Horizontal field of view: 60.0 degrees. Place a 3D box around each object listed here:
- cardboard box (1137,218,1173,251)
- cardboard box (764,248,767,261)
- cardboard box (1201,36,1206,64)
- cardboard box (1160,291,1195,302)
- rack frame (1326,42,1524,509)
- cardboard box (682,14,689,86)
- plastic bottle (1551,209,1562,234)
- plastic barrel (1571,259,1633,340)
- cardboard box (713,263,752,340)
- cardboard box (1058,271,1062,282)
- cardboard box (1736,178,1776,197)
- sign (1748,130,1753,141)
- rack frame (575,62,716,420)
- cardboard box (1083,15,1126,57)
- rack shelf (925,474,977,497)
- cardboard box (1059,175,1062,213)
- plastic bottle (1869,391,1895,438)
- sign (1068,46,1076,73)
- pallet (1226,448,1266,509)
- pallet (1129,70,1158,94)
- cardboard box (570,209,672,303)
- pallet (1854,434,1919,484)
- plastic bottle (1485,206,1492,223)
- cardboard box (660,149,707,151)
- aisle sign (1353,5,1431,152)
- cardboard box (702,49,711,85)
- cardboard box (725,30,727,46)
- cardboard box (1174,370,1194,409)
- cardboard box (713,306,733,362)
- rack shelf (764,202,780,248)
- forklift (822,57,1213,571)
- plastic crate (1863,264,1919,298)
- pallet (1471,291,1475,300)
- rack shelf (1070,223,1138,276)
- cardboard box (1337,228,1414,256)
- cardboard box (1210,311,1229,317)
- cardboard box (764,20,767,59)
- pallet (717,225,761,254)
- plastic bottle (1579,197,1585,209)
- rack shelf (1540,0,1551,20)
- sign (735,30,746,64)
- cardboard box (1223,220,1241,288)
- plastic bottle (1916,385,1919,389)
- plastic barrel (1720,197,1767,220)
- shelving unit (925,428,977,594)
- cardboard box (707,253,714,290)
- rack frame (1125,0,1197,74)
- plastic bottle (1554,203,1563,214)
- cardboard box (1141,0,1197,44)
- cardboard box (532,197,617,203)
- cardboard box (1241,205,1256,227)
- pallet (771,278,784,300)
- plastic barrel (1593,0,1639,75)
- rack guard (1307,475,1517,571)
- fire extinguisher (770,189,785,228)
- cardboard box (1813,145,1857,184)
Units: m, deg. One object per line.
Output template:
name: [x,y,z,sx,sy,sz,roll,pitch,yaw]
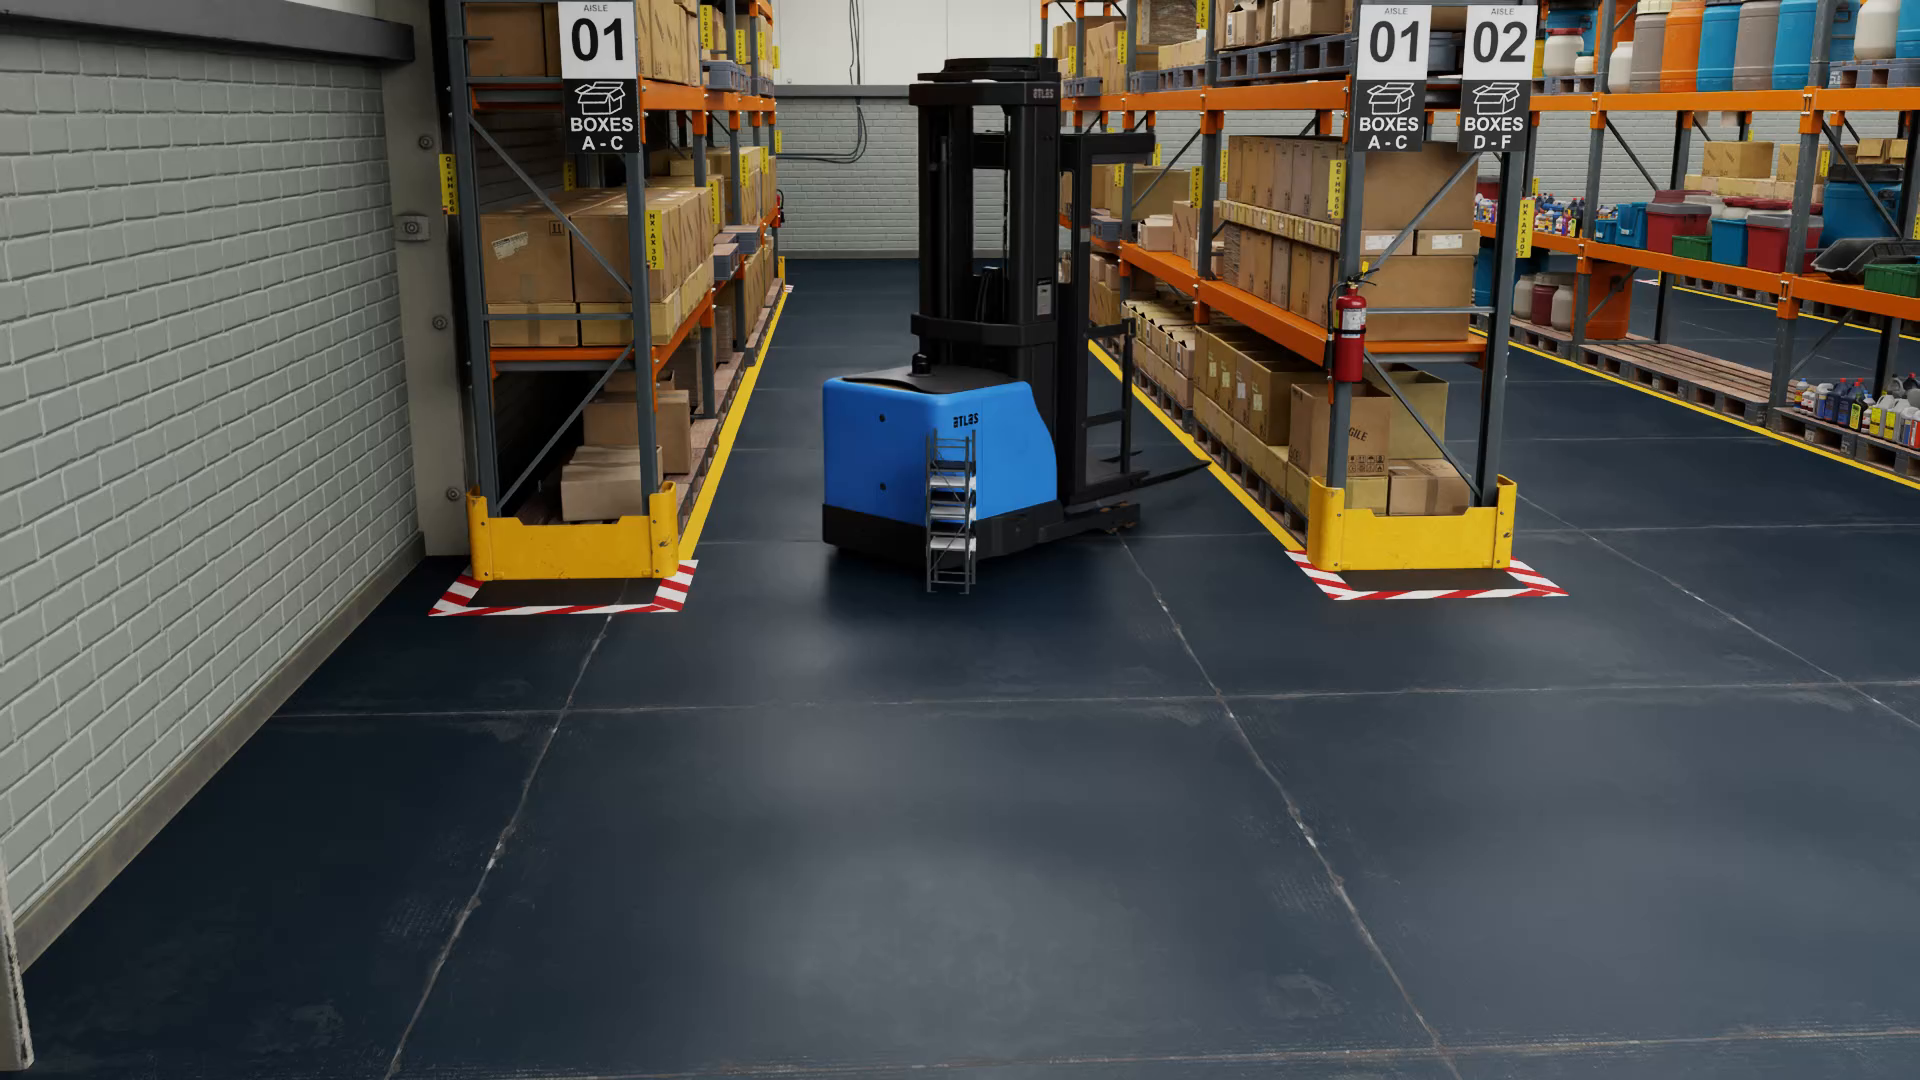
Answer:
cardboard box: [2.058,-3.047,16.528,0.500,0.311,0.500,-1,14,-4]
cardboard box: [-2.779,-3.816,22.208,0.380,0.149,0.250,0,14,-2]
cardboard box: [2.379,-4.194,14.246,0.500,0.250,0.500,-2,15,-9]
cardboard box: [2.453,-2.436,18.107,0.500,0.500,0.500,0,14,-1]
rack frame: [2.692,-1.326,9.660,1.000,3.000,0.127,-1,14,-3]
cardboard box: [-2.203,-3.506,11.874,0.500,0.500,0.500,-2,15,-8]
plastic bottle: [6.674,-3.558,18.592,0.097,0.271,0.097,0,14,0]
plastic barrel: [7.093,-2.665,18.377,0.600,0.830,0.708,-1,14,-3]
cardboard box: [-2.662,-2.585,18.026,0.750,0.750,0.750,-1,14,-4]
cardboard box: [1.583,-3.545,22.798,0.500,0.311,0.500,-1,14,-3]
cardboard box: [11.452,-5.021,23.726,0.500,0.250,0.500,-1,14,-5]
sign: [12.130,-6.138,25.562,0.100,0.325,0.005,-1,14,-3]
rack frame: [-2.500,-2.243,13.226,1.000,3.000,0.127,-1,14,-3]
cardboard box: [1.880,-6.416,21.216,0.700,0.500,0.500,-1,14,-3]
rack shelf: [-0.049,-0.304,9.315,0.258,0.077,0.200,3,15,10]
cardboard box: [1.594,-4.735,22.709,0.500,0.500,0.500,-1,14,-2]
plastic bottle: [7.062,-0.967,12.697,0.144,0.351,0.185,-1,14,-4]
sign: [1.407,-6.003,20.781,0.100,0.325,0.005,-1,14,-3]
pallet: [2.530,-0.468,11.921,1.003,0.211,1.213,-1,14,-3]
pallet: [2.327,-4.509,16.392,1.213,0.211,1.003,0,14,-1]
cardboard box: [-1.982,-1.672,9.762,0.500,0.500,0.500,-1,14,-3]
pallet: [7.467,-0.574,12.334,1.003,0.211,1.213,-1,14,-3]
plastic bottle: [6.549,-4.024,20.546,0.097,0.201,0.097,0,14,0]
cardboard box: [-3.124,-4.295,18.859,0.500,0.250,0.500,-1,14,-5]
aisle sign: [2.403,-2.564,9.255,0.394,0.787,0.004,-1,14,-3]
cardboard box: [-2.760,-4.427,15.444,0.797,0.503,0.637,1,14,4]
cardboard box: [-2.952,-5.589,19.126,0.700,0.500,0.500,-1,14,-4]
cardboard box: [2.129,-1.291,14.200,0.500,0.250,0.500,-1,14,-4]
cardboard box: [-2.651,-2.062,16.656,0.700,0.500,0.500,-1,14,-3]
rack shelf: [-3.120,-4.382,22.981,1.077,0.370,4.000,-1,14,-3]
forklift: [0.524,-1.536,10.613,1.130,2.935,3.031,13,19,41]
plastic crate: [7.190,-1.952,12.518,0.450,0.188,0.662,-1,14,-3]
pallet: [6.808,-3.218,22.609,1.003,0.211,1.213,-1,14,-3]
rack shelf: [2.072,-3.465,19.416,1.077,0.370,4.000,-1,14,-3]
cardboard box: [2.478,-1.781,9.925,0.380,0.149,0.250,-1,14,-4]
cardboard box: [2.542,-2.078,16.132,0.500,0.311,0.500,-1,14,-4]
cardboard box: [-2.834,-6.660,22.125,0.500,0.500,0.500,-1,14,-3]
pallet: [-2.597,-2.970,16.434,1.213,0.211,1.003,-1,14,-3]
plastic bottle: [7.344,-3.865,19.626,0.144,0.351,0.185,-1,14,-3]
rack shelf: [7.016,-6.252,19.012,1.077,0.370,4.000,-1,14,-3]
sign: [-2.206,-4.949,16.685,0.100,0.325,0.005,-1,14,-3]
cardboard box: [2.478,-2.259,13.086,0.700,0.500,0.500,-1,14,-5]
plastic bottle: [7.727,-1.123,13.305,0.144,0.351,0.185,-2,15,-6]
plastic barrel: [7.475,-2.994,15.869,0.433,0.535,0.433,0,14,0]
shelving unit: [-0.049,-0.162,9.351,0.258,0.900,0.210,3,15,10]
cardboard box: [-2.168,-2.067,12.802,0.500,0.250,0.500,-1,14,-3]
rack frame: [2.196,-6.221,16.645,1.000,3.000,0.127,-1,14,-3]
plastic bottle: [7.193,-3.917,19.987,0.097,0.271,0.097,0,14,0]
cardboard box: [2.175,-5.410,17.304,0.500,0.500,0.500,-1,14,-3]
cardboard box: [-2.582,-2.042,11.198,0.500,0.500,0.500,-1,14,-3]
cardboard box: [2.318,-2.422,12.417,0.380,0.149,0.250,-1,14,-4]
pallet: [-3.116,-3.680,24.404,1.003,0.211,1.213,-1,14,-3]
plastic barrel: [7.108,-5.396,17.756,0.600,0.830,0.708,-1,14,-3]
rack guard: [2.693,-0.109,9.948,1.175,0.500,0.348,-1,14,-3]
fire extinguisher: [-2.792,-5.054,25.055,0.296,0.674,0.183,-1,14,-3]
cardboard box: [11.540,-5.007,22.167,0.500,0.500,0.500,0,14,-2]
